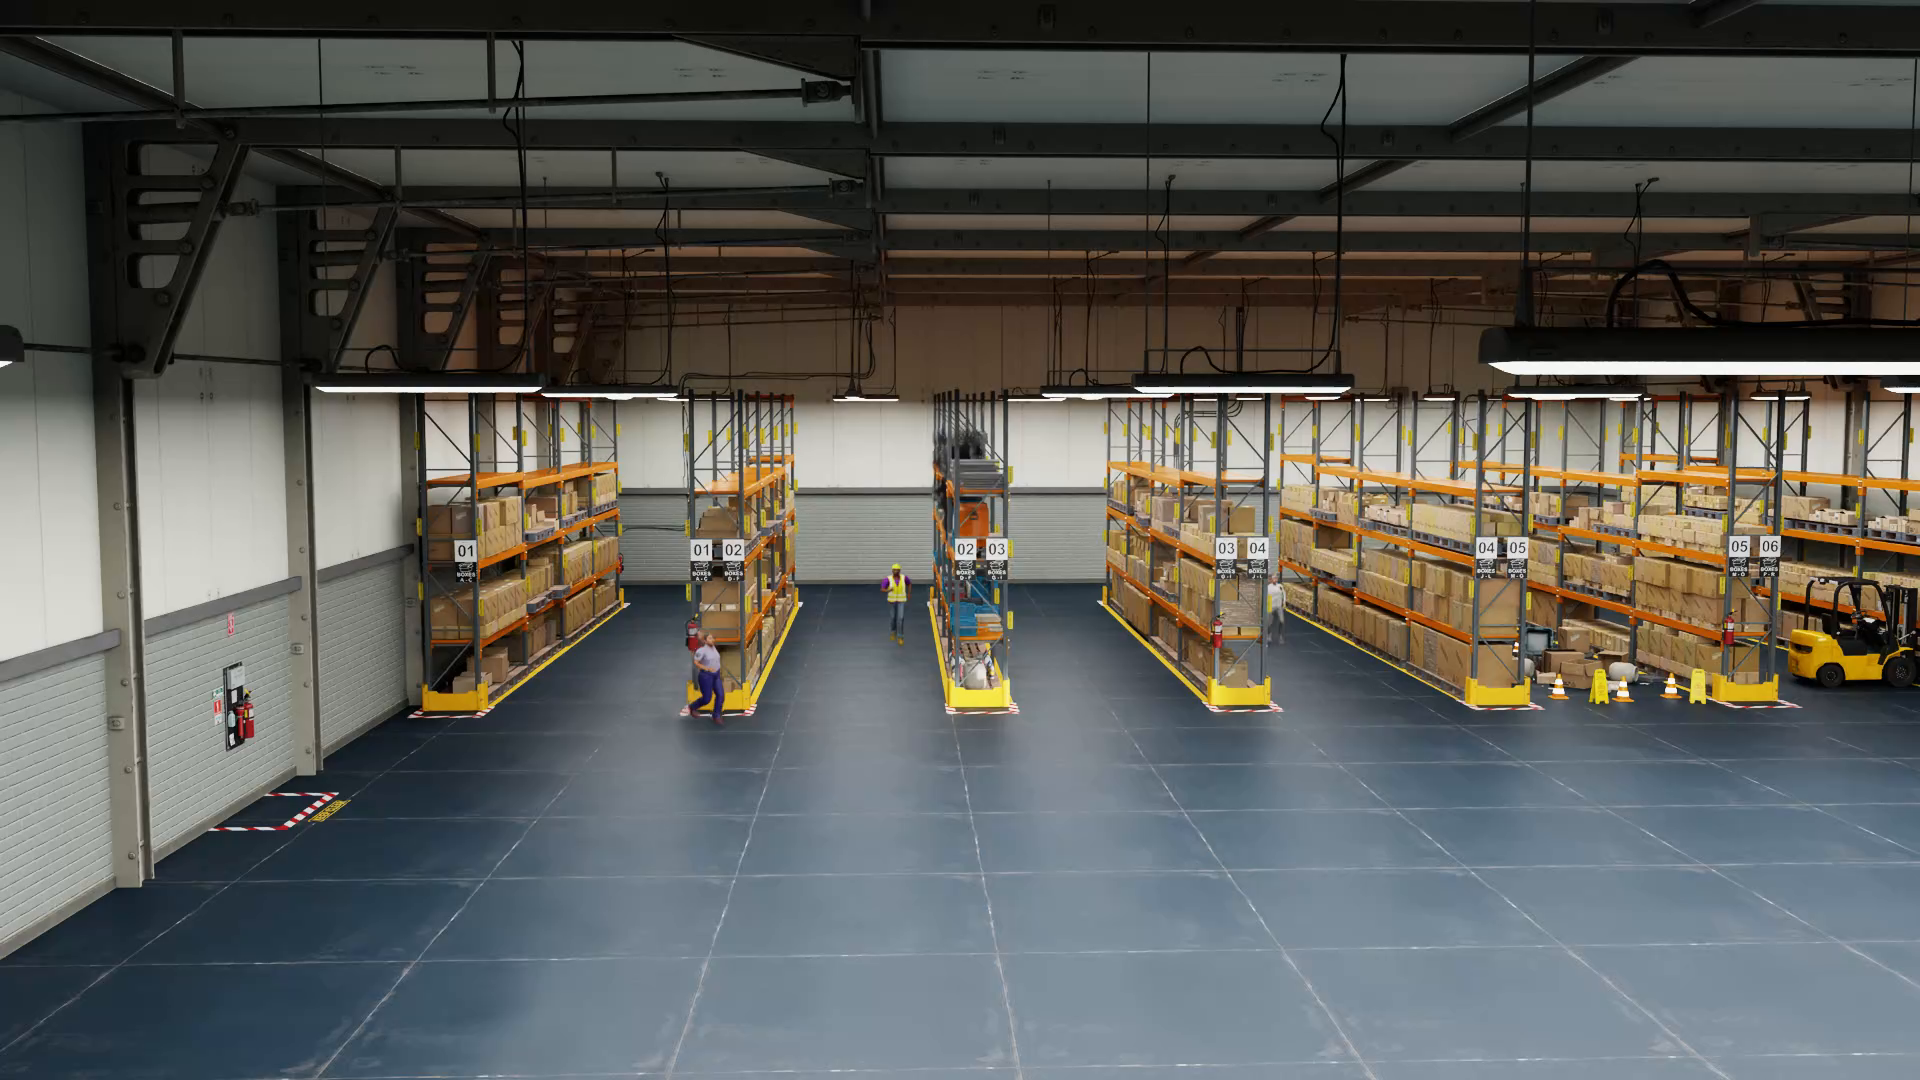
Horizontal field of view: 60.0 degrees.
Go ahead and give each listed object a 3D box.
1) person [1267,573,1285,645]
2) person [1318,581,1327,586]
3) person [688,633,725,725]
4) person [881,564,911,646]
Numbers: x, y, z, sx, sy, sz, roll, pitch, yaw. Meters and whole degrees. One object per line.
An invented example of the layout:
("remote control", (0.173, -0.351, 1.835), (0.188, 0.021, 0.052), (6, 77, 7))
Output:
("person", (7.547, 1.641, 39.806), (0.595, 1.744, 0.715), (0, 5, -6))
("person", (10.596, 0.868, 48.866), (0.705, 1.786, 0.630), (-1, 5, -11))
("person", (-4.545, 2.508, 29.904), (0.717, 1.638, 0.608), (3, 6, 34))
("person", (-1.466, 1.453, 38.091), (0.703, 1.839, 0.788), (0, 5, -4))
